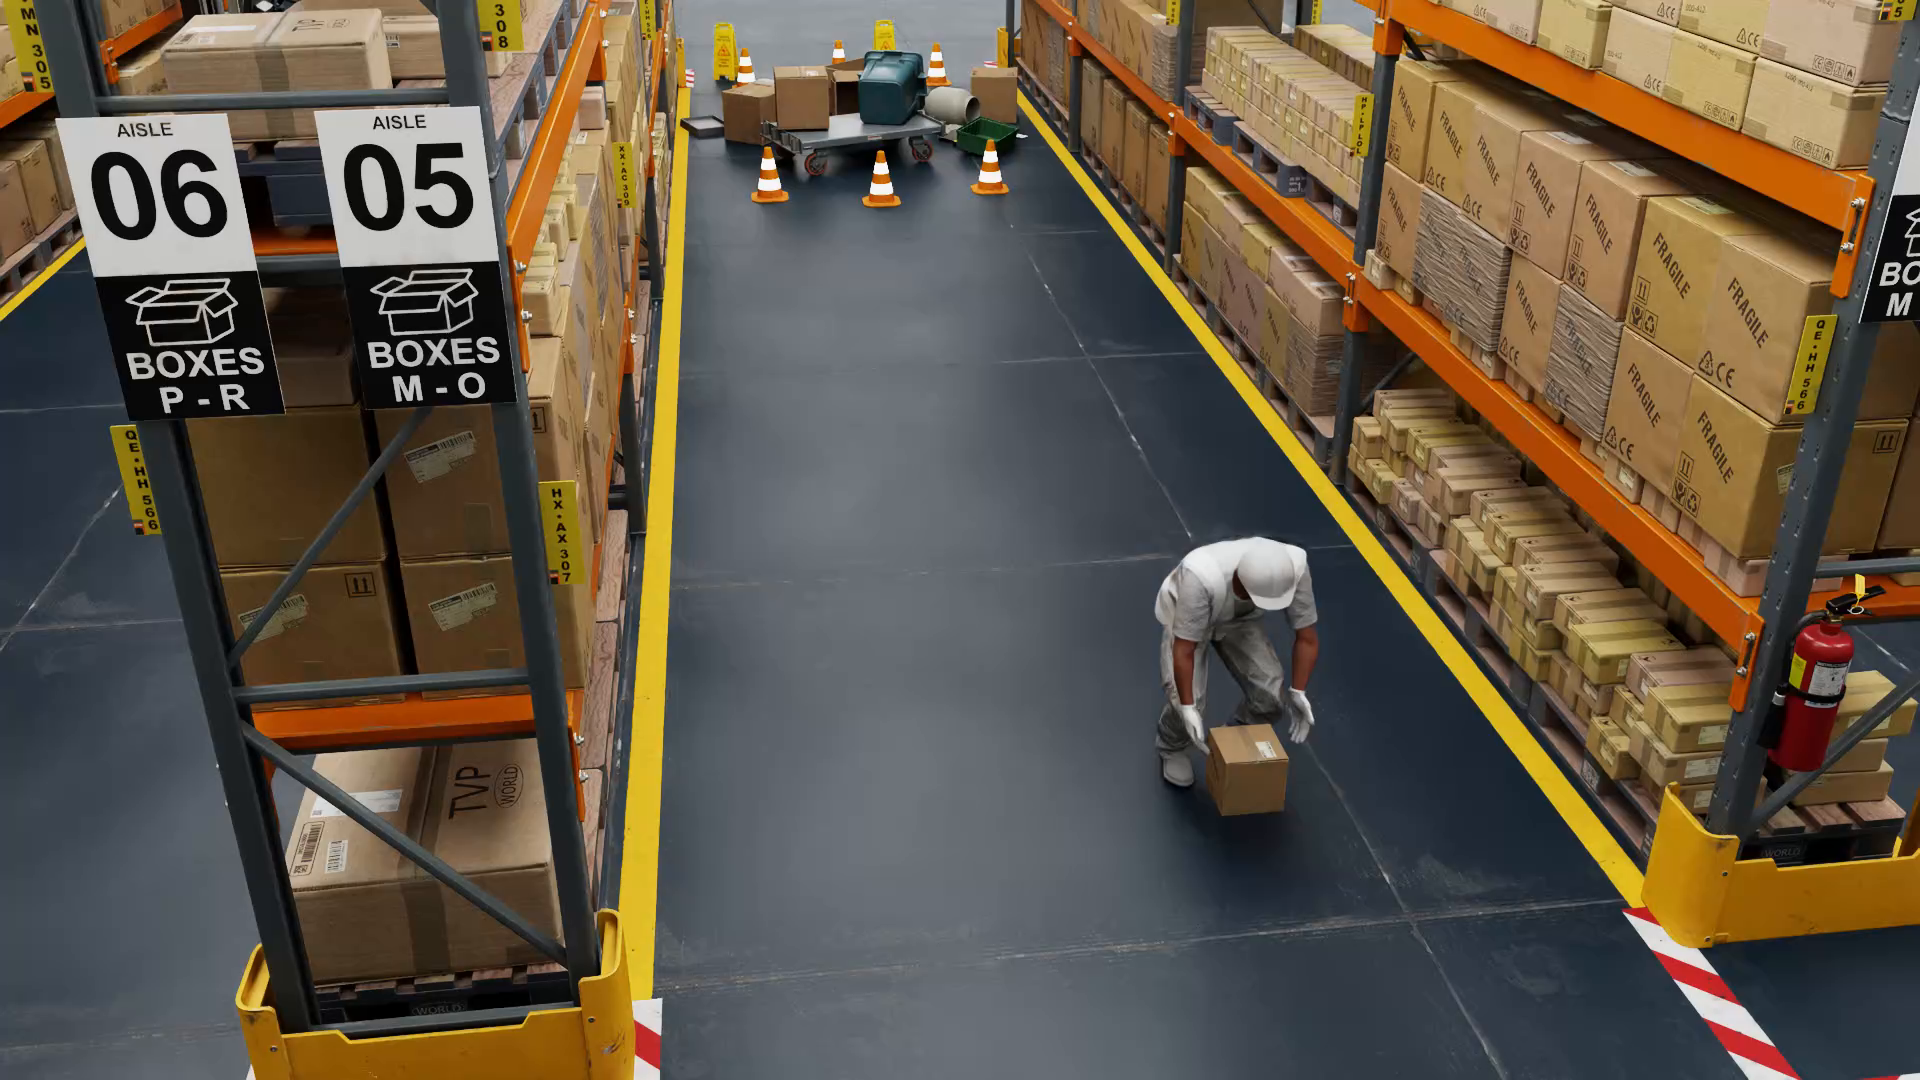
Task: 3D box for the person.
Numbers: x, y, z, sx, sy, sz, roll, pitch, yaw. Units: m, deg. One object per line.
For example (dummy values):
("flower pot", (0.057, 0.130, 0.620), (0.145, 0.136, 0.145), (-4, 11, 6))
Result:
("person", (1.115, 0.443, 6.797), (0.606, 1.264, 0.833), (-4, 27, -7))
